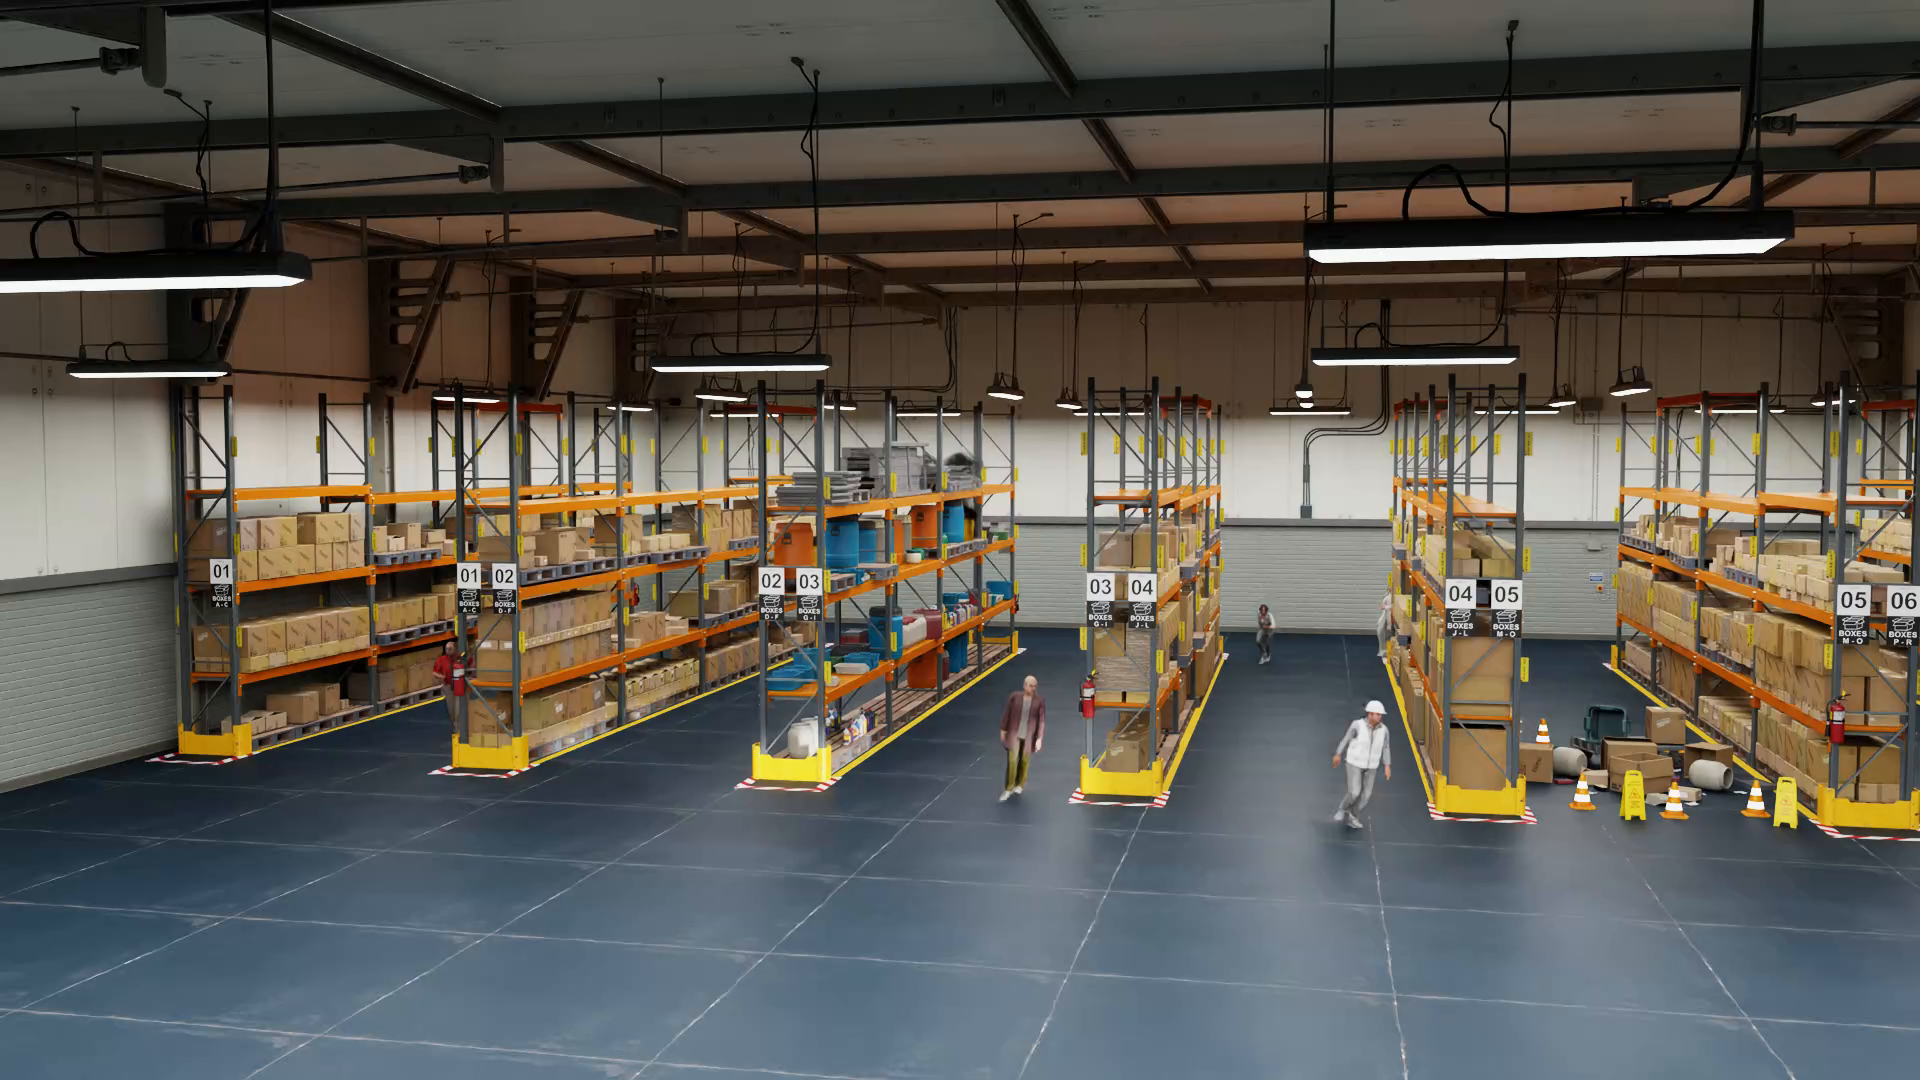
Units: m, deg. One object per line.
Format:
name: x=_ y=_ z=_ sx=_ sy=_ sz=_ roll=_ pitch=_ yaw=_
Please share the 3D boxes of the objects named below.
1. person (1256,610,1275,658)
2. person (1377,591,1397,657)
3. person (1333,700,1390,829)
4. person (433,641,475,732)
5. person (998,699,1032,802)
person: x=7.111 y=2.159 z=38.338 sx=0.521 sy=1.122 sz=0.849 roll=2 pitch=4 yaw=28
person: x=10.342 y=2.029 z=39.731 sx=0.767 sy=1.596 sz=0.673 roll=-1 pitch=4 yaw=-25
person: x=5.253 y=2.929 z=21.676 sx=0.645 sy=1.713 sz=0.623 roll=-1 pitch=3 yaw=-12
person: x=-8.644 y=2.567 z=28.492 sx=0.674 sy=1.709 sz=0.999 roll=0 pitch=3 yaw=-3
person: x=0.861 y=2.924 z=23.765 sx=0.670 sy=1.554 sz=0.617 roll=0 pitch=3 yaw=-3
